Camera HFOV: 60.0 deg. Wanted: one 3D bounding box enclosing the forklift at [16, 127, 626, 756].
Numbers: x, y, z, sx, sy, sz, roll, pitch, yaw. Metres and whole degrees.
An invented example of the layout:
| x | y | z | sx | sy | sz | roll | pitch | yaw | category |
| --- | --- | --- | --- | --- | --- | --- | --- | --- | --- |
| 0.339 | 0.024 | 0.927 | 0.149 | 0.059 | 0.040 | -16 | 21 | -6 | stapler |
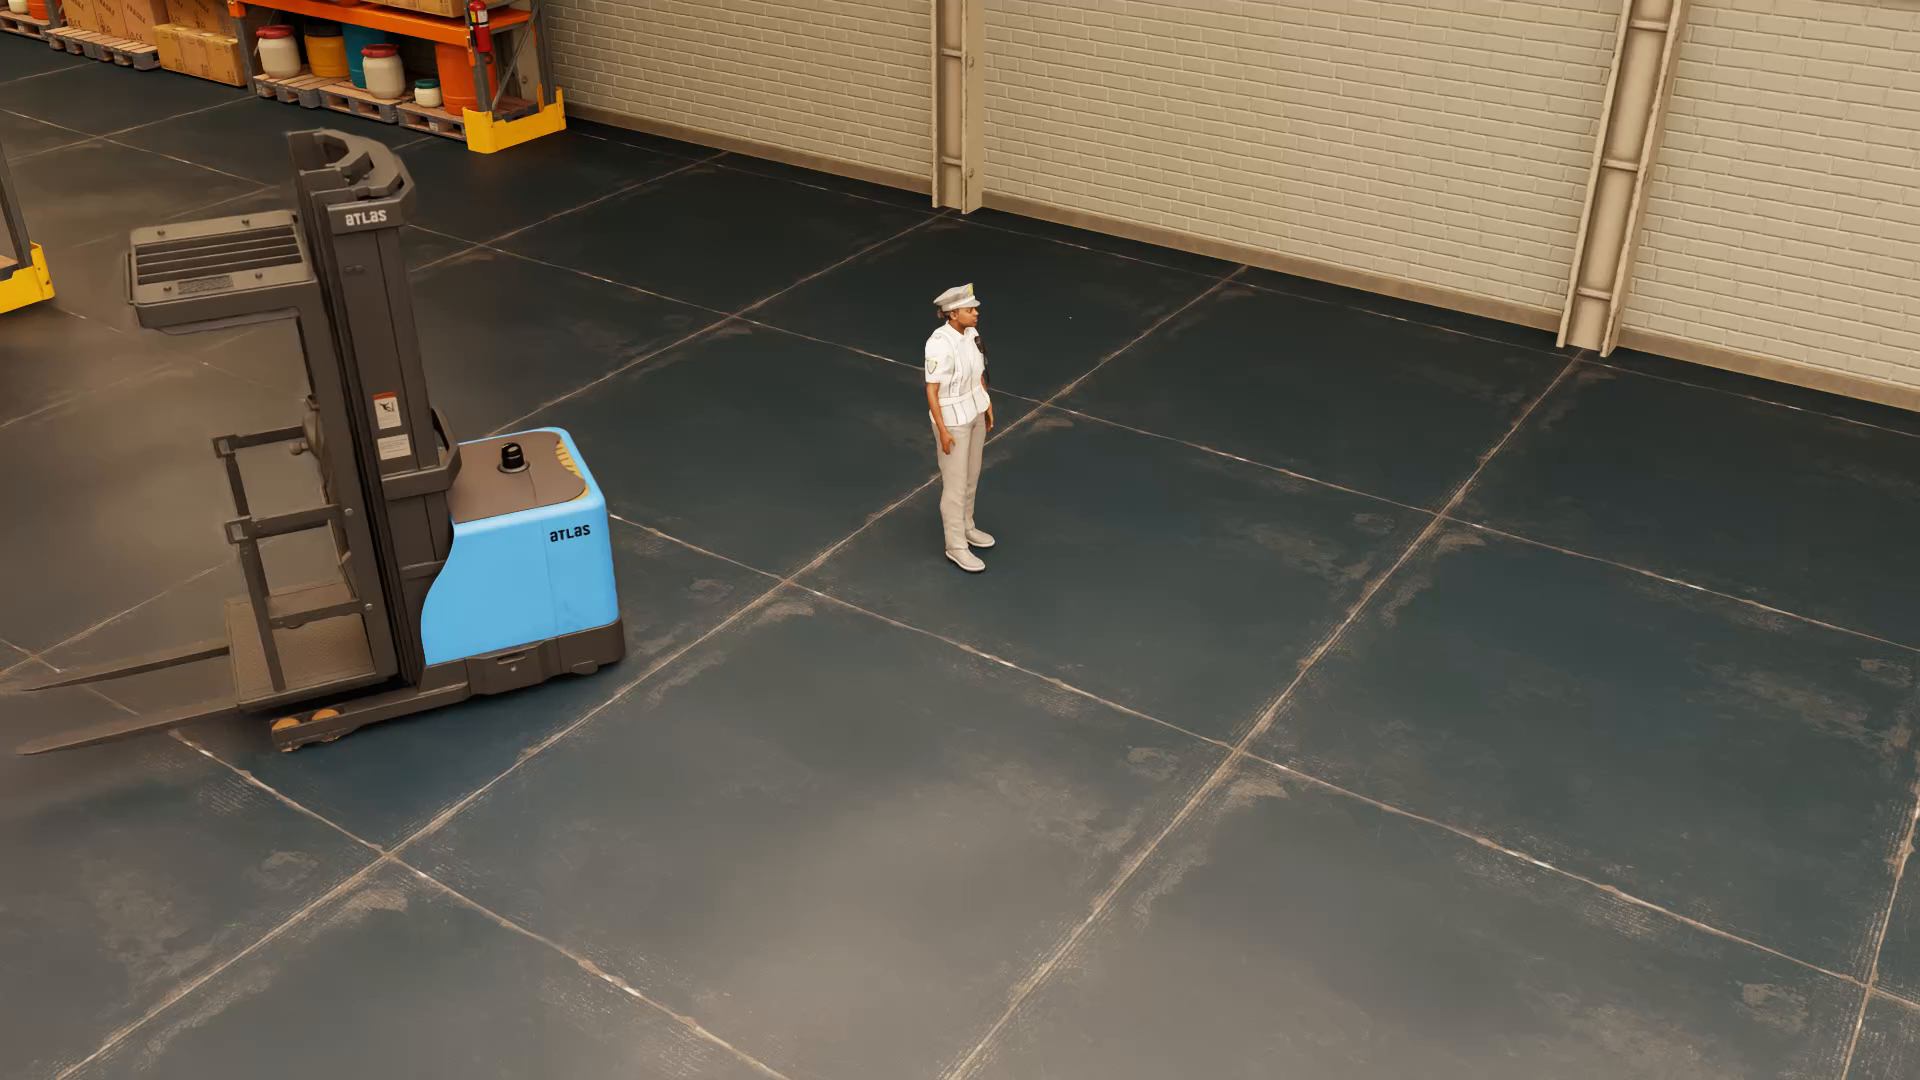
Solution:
| x | y | z | sx | sy | sz | roll | pitch | yaw | category |
| --- | --- | --- | --- | --- | --- | --- | --- | --- | --- |
| -3.427 | -0.477 | 8.403 | 3.031 | 2.935 | 1.130 | -13 | 33 | -21 | forklift |

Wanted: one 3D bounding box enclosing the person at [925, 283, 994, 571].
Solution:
| x | y | z | sx | sy | sz | roll | pitch | yaw | category |
| --- | --- | --- | --- | --- | --- | --- | --- | --- | --- |
| 0.051 | -0.710 | 10.020 | 0.528 | 1.695 | 0.569 | 19 | 35 | 29 | person |
